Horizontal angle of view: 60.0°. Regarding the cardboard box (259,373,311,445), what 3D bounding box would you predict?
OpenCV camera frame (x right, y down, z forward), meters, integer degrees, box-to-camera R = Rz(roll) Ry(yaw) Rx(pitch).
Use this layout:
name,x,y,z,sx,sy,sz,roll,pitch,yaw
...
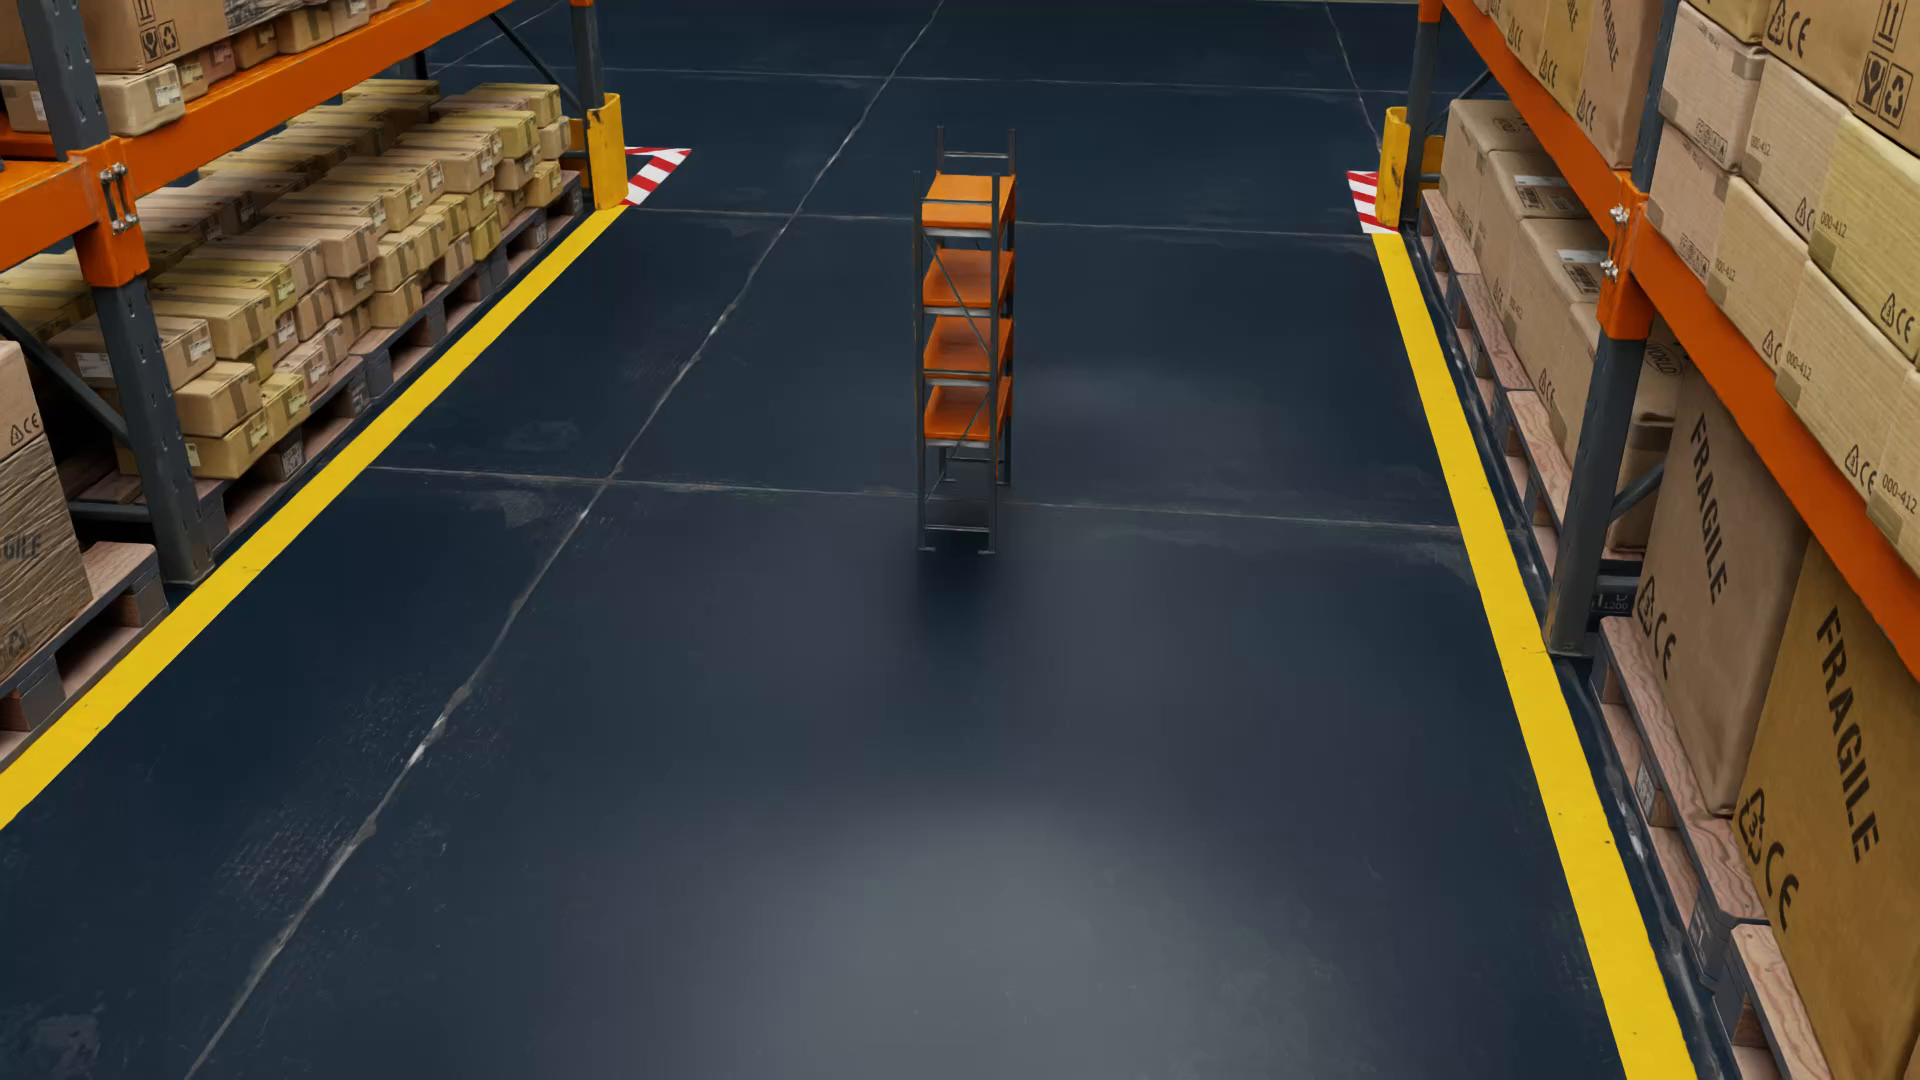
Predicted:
name,x,y,z,sx,sy,sz,roll,pitch,yaw
cardboard box,-2.382,-0.441,5.468,0.380,0.149,0.250,4,29,8

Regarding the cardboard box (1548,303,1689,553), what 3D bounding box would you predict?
name,x,y,z,sx,sy,sz,roll,pitch,yaw
cardboard box,2.331,-0.339,4.975,0.875,0.438,0.875,3,28,5

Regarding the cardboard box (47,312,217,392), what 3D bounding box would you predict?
name,x,y,z,sx,sy,sz,roll,pitch,yaw
cardboard box,-2.530,-0.575,5.090,0.380,0.149,0.250,4,29,8

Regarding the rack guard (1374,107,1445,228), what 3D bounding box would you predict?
name,x,y,z,sx,sy,sz,roll,pitch,yaw
rack guard,2.640,-1.787,8.039,1.175,0.500,0.348,3,28,6

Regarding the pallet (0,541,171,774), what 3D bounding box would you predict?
name,x,y,z,sx,sy,sz,roll,pitch,yaw
pallet,-2.872,0.361,4.357,1.003,0.211,1.213,3,28,6

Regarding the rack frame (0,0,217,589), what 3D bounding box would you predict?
name,x,y,z,sx,sy,sz,roll,pitch,yaw
rack frame,-2.778,-1.233,4.376,1.000,3.000,0.127,3,28,6

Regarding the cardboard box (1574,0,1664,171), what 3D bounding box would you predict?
name,x,y,z,sx,sy,sz,roll,pitch,yaw
cardboard box,1.950,-1.270,4.339,0.500,0.500,0.500,4,29,7

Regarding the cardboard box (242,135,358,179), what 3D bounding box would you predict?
name,x,y,z,sx,sy,sz,roll,pitch,yaw
cardboard box,-2.753,-1.581,6.958,0.380,0.149,0.250,4,29,8

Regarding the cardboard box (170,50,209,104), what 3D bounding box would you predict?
name,x,y,z,sx,sy,sz,roll,pitch,yaw
cardboard box,-2.460,-1.363,4.881,0.380,0.149,0.250,4,29,8

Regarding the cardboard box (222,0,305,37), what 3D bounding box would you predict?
name,x,y,z,sx,sy,sz,roll,pitch,yaw
cardboard box,-2.414,-1.860,5.120,0.500,0.500,0.500,3,28,6

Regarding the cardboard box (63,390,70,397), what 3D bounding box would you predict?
name,x,y,z,sx,sy,sz,roll,pitch,yaw
cardboard box,-3.034,-0.589,5.429,0.380,0.149,0.250,2,28,4

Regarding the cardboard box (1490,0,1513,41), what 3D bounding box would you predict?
name,x,y,z,sx,sy,sz,roll,pitch,yaw
cardboard box,2.134,-1.996,5.686,0.500,0.500,0.500,4,29,8

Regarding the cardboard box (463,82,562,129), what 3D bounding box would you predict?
name,x,y,z,sx,sy,sz,roll,pitch,yaw
cardboard box,-2.101,-2.044,7.816,0.380,0.149,0.250,4,29,7

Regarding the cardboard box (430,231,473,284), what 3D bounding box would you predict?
name,x,y,z,sx,sy,sz,roll,pitch,yaw
cardboard box,-2.234,-1.171,6.824,0.380,0.149,0.250,4,29,7

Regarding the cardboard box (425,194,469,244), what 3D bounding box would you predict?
name,x,y,z,sx,sy,sz,roll,pitch,yaw
cardboard box,-2.232,-1.303,6.755,0.380,0.149,0.250,5,29,9

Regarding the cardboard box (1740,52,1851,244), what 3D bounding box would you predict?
name,x,y,z,sx,sy,sz,roll,pitch,yaw
cardboard box,1.777,-0.709,3.035,0.500,0.250,0.500,4,29,7

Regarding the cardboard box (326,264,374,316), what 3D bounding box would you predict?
name,x,y,z,sx,sy,sz,roll,pitch,yaw
cardboard box,-2.387,-0.942,6.085,0.380,0.149,0.250,5,29,9

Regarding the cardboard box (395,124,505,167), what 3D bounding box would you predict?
name,x,y,z,sx,sy,sz,roll,pitch,yaw
cardboard box,-2.189,-1.681,7.144,0.380,0.149,0.250,2,28,4

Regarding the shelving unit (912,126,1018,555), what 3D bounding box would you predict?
name,x,y,z,sx,sy,sz,roll,pitch,yaw
shelving unit,0.020,-0.606,5.110,0.258,1.200,0.503,3,28,6

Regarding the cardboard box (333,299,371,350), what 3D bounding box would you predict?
name,x,y,z,sx,sy,sz,roll,pitch,yaw
cardboard box,-2.423,-0.812,6.157,0.380,0.149,0.250,2,28,4

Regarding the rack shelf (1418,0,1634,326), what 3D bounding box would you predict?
name,x,y,z,sx,sy,sz,roll,pitch,yaw
rack shelf,2.392,-1.618,5.848,1.077,0.370,4.000,3,28,6

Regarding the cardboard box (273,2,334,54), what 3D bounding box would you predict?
name,x,y,z,sx,sy,sz,roll,pitch,yaw
cardboard box,-2.345,-1.734,5.570,0.380,0.149,0.250,4,29,7

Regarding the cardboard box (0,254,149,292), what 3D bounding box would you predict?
name,x,y,z,sx,sy,sz,roll,pitch,yaw
cardboard box,-2.977,-0.847,5.596,0.380,0.149,0.250,3,28,6

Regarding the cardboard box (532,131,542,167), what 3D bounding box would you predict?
name,x,y,z,sx,sy,sz,roll,pitch,yaw
cardboard box,-2.155,-1.792,7.662,0.380,0.149,0.250,3,28,5

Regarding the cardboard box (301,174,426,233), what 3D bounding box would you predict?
name,x,y,z,sx,sy,sz,roll,pitch,yaw
cardboard box,-2.313,-1.309,6.453,0.380,0.149,0.250,3,29,6

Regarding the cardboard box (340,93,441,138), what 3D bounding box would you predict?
name,x,y,z,sx,sy,sz,roll,pitch,yaw
cardboard box,-2.604,-1.944,7.631,0.380,0.149,0.250,4,29,7

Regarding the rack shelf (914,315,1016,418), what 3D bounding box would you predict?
name,x,y,z,sx,sy,sz,roll,pitch,yaw
rack shelf,0.020,-0.547,5.142,0.258,0.148,0.480,3,28,6

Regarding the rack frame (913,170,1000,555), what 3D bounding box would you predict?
name,x,y,z,sx,sy,sz,roll,pitch,yaw
rack frame,-0.010,-0.491,4.897,0.240,1.200,0.015,3,28,6

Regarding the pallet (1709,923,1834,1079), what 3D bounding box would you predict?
name,x,y,z,sx,sy,sz,roll,pitch,yaw
pallet,1.981,1.178,2.840,1.003,0.211,1.213,3,28,6

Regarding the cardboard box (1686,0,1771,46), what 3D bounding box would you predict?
name,x,y,z,sx,sy,sz,roll,pitch,yaw
cardboard box,1.808,-1.287,3.316,0.500,0.500,0.500,4,29,7

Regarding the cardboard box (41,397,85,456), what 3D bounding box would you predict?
name,x,y,z,sx,sy,sz,roll,pitch,yaw
cardboard box,-3.068,-0.367,5.332,0.380,0.149,0.250,4,29,7

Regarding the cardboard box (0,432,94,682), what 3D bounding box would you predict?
name,x,y,z,sx,sy,sz,roll,pitch,yaw
cardboard box,-2.619,0.046,4.195,0.500,0.500,0.500,3,28,5

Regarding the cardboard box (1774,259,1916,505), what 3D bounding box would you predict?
name,x,y,z,sx,sy,sz,roll,pitch,yaw
cardboard box,1.691,-0.251,2.711,0.500,0.250,0.500,3,28,6

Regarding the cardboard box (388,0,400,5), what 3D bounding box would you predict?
name,x,y,z,sx,sy,sz,roll,pitch,yaw
cardboard box,-2.309,-2.108,6.266,0.380,0.149,0.250,4,29,7

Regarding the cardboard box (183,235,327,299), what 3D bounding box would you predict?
name,x,y,z,sx,sy,sz,roll,pitch,yaw
cardboard box,-2.446,-0.947,5.781,0.380,0.149,0.250,3,28,5

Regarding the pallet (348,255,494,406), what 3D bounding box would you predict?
name,x,y,z,sx,sy,sz,roll,pitch,yaw
pallet,-2.584,-0.899,6.697,1.003,0.211,1.213,3,28,6

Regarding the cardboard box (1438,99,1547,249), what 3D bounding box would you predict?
name,x,y,z,sx,sy,sz,roll,pitch,yaw
cardboard box,2.656,-1.616,7.346,0.875,0.438,0.875,2,28,4

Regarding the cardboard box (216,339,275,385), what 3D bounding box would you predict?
name,x,y,z,sx,sy,sz,roll,pitch,yaw
cardboard box,-2.474,-0.570,5.395,0.380,0.149,0.250,4,29,7

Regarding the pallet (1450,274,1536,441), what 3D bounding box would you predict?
name,x,y,z,sx,sy,sz,roll,pitch,yaw
pallet,2.465,-0.694,6.317,1.003,0.211,1.213,3,28,6

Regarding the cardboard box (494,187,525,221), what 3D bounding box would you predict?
name,x,y,z,sx,sy,sz,roll,pitch,yaw
cardboard box,-2.194,-1.539,7.508,0.380,0.149,0.250,3,28,6

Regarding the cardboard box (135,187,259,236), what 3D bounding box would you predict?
name,x,y,z,sx,sy,sz,roll,pitch,yaw
cardboard box,-2.906,-1.225,6.298,0.380,0.149,0.250,2,28,4
